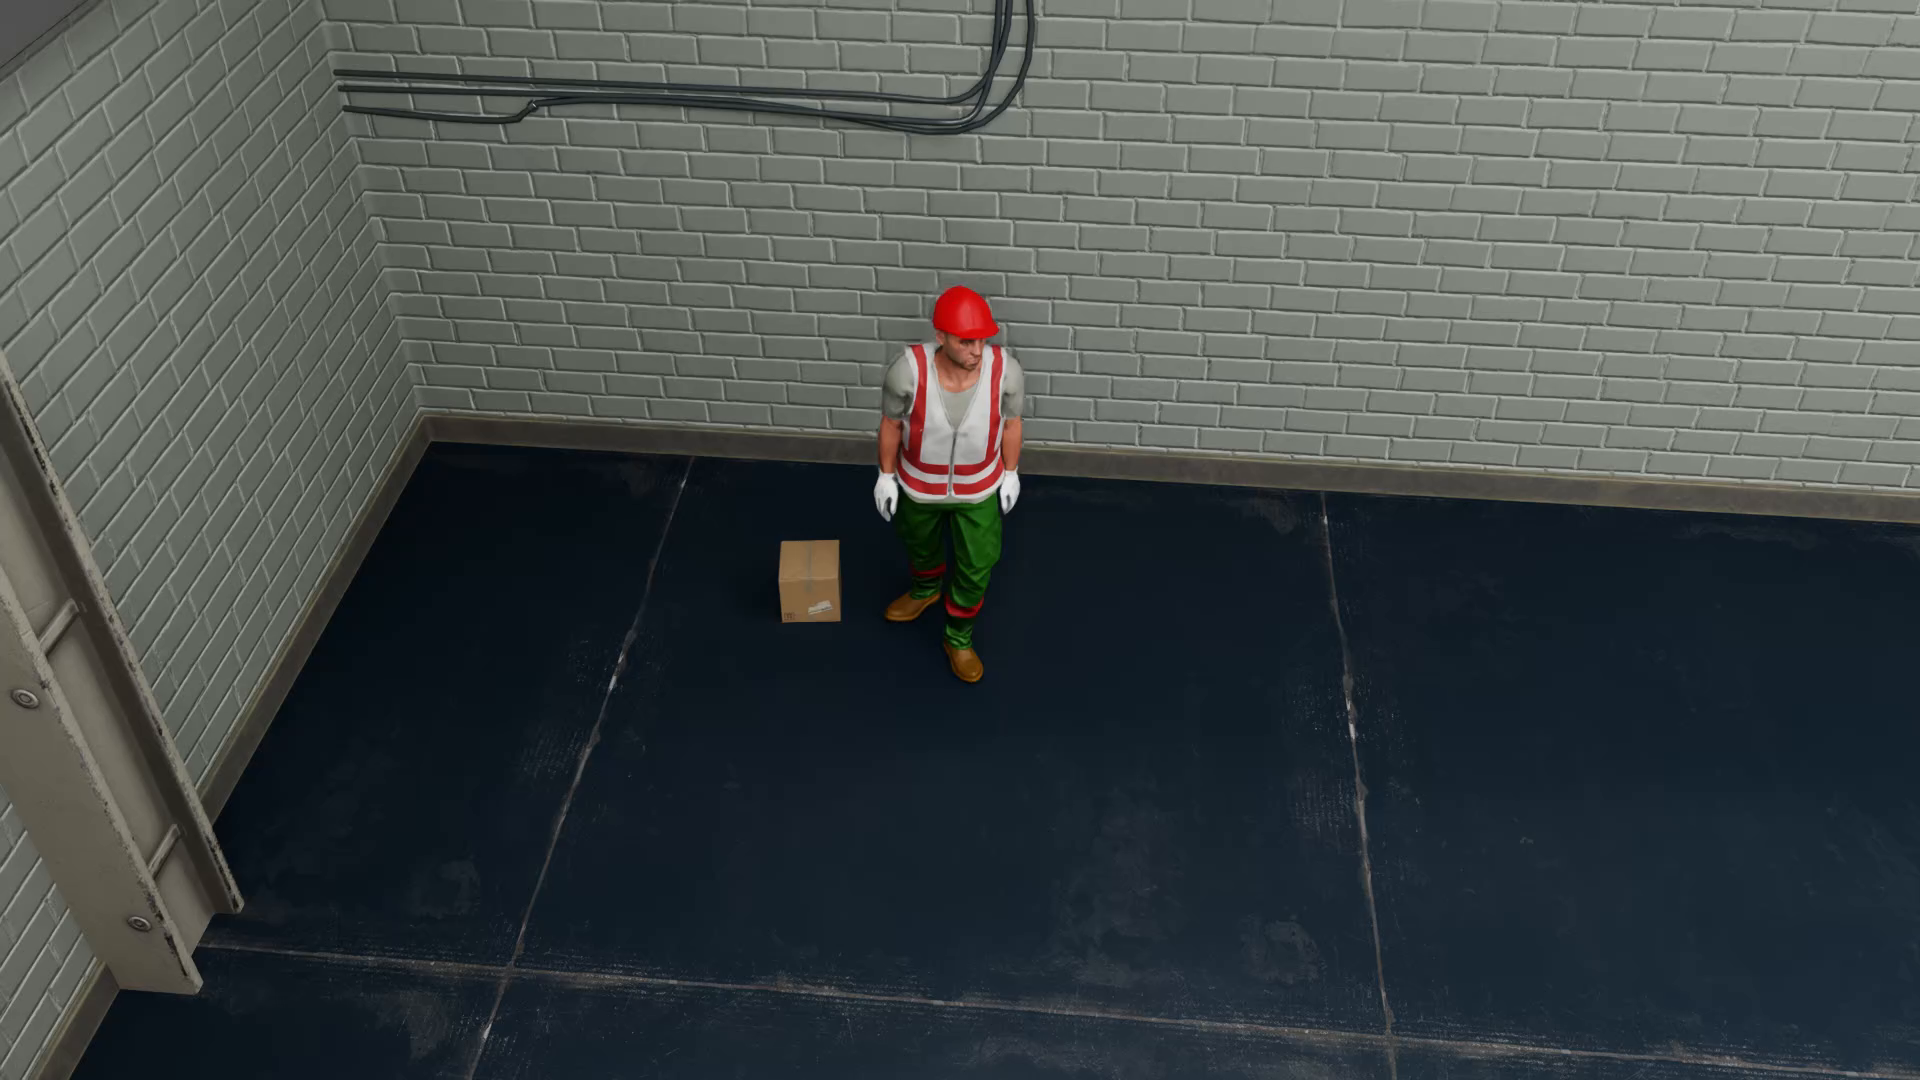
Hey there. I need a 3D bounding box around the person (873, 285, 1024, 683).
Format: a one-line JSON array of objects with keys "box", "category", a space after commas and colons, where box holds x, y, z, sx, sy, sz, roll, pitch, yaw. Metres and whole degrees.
[{"box": [-0.048, -0.262, 6.454, 0.577, 1.775, 0.567, -1, 40, -1], "category": "person"}]
